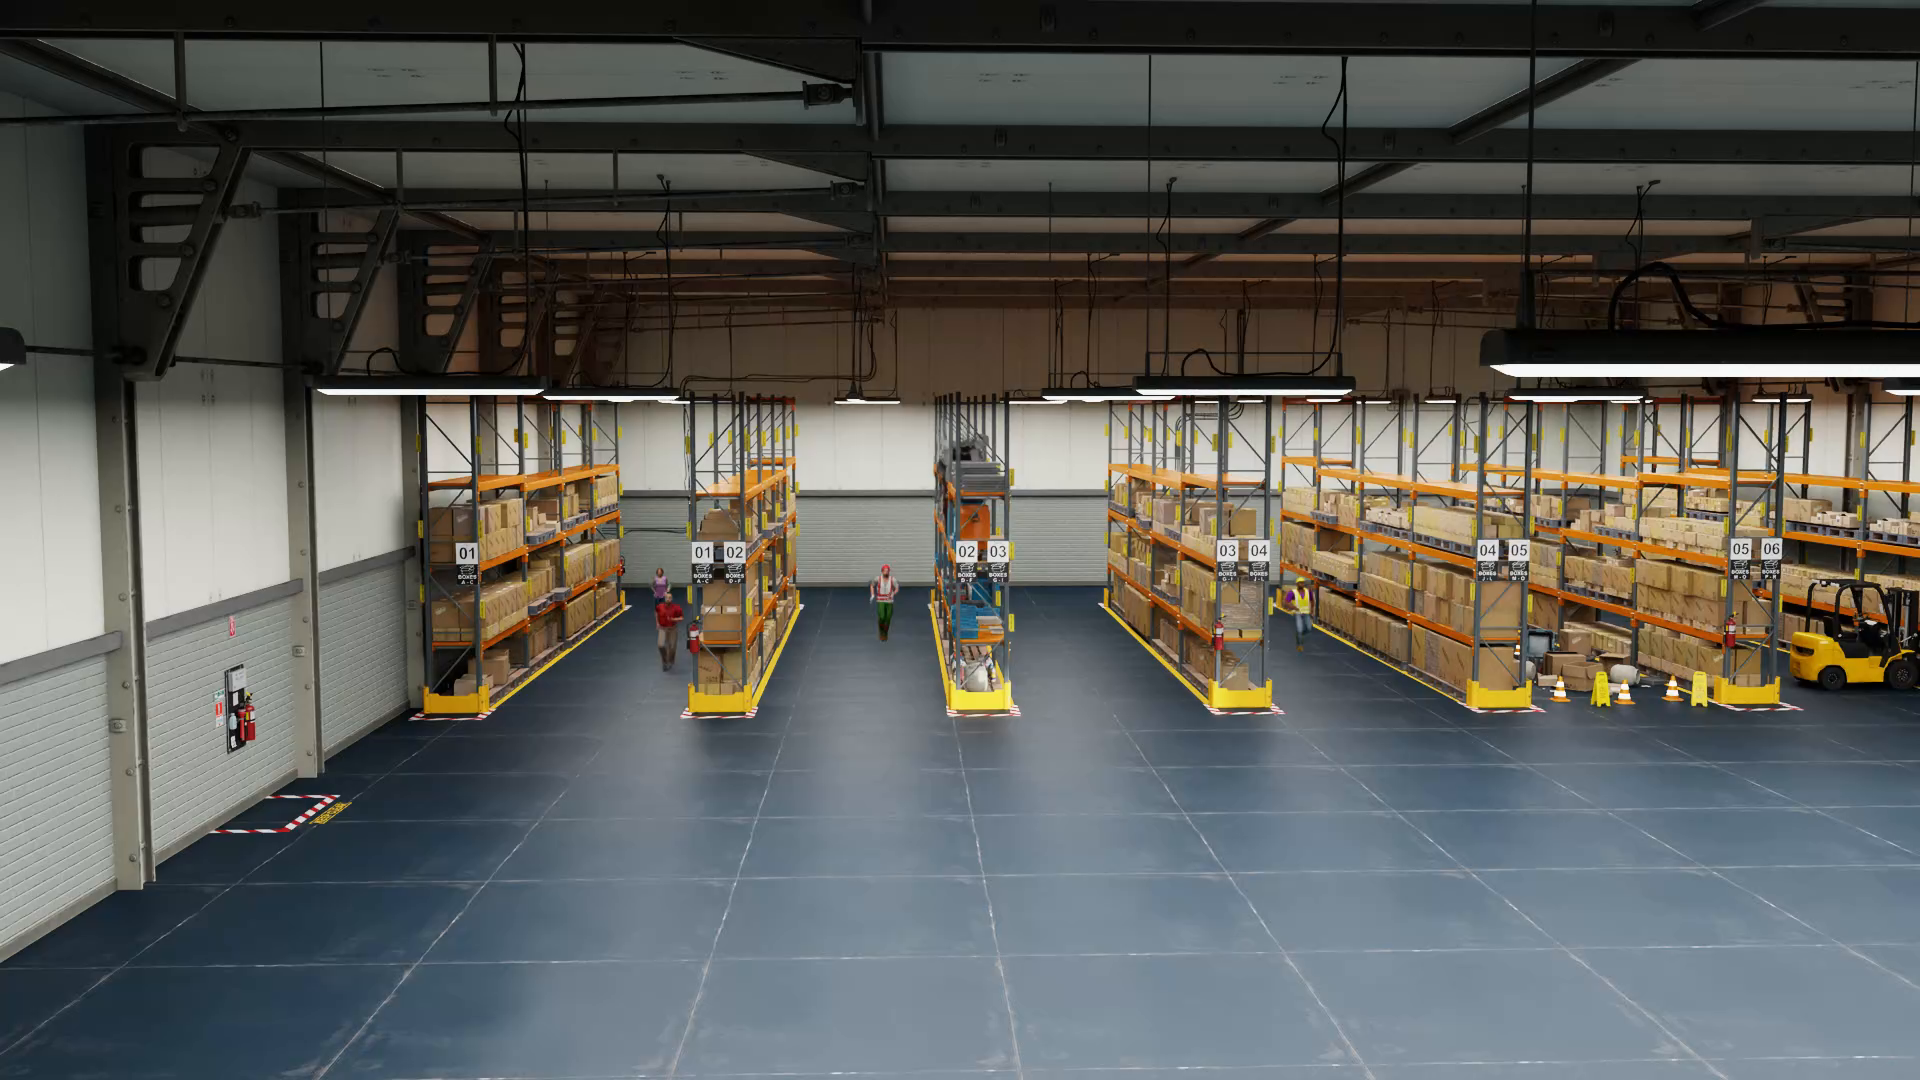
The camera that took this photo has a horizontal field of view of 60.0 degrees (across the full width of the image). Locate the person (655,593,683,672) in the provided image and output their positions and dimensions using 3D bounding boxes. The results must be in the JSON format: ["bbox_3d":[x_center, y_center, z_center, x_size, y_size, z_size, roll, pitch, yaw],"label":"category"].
[{"bbox_3d":[-6.307,1.995,35.998,0.639,1.716,0.784,0,5,-3],"label":"person"}]

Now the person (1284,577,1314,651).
[{"bbox_3d":[8.006,1.734,39.090,0.760,1.721,0.557,-1,5,-11],"label":"person"}]

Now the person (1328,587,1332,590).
[{"bbox_3d":[11.135,0.976,49.215,0.843,1.688,0.535,0,5,1],"label":"person"}]

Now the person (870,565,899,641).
[{"bbox_3d":[-1.747,1.465,38.632,0.655,1.791,0.738,-1,5,-9],"label":"person"}]

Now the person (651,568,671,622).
[{"bbox_3d":[-7.741,1.492,43.053,0.510,1.556,0.519,-1,5,-9],"label":"person"}]
